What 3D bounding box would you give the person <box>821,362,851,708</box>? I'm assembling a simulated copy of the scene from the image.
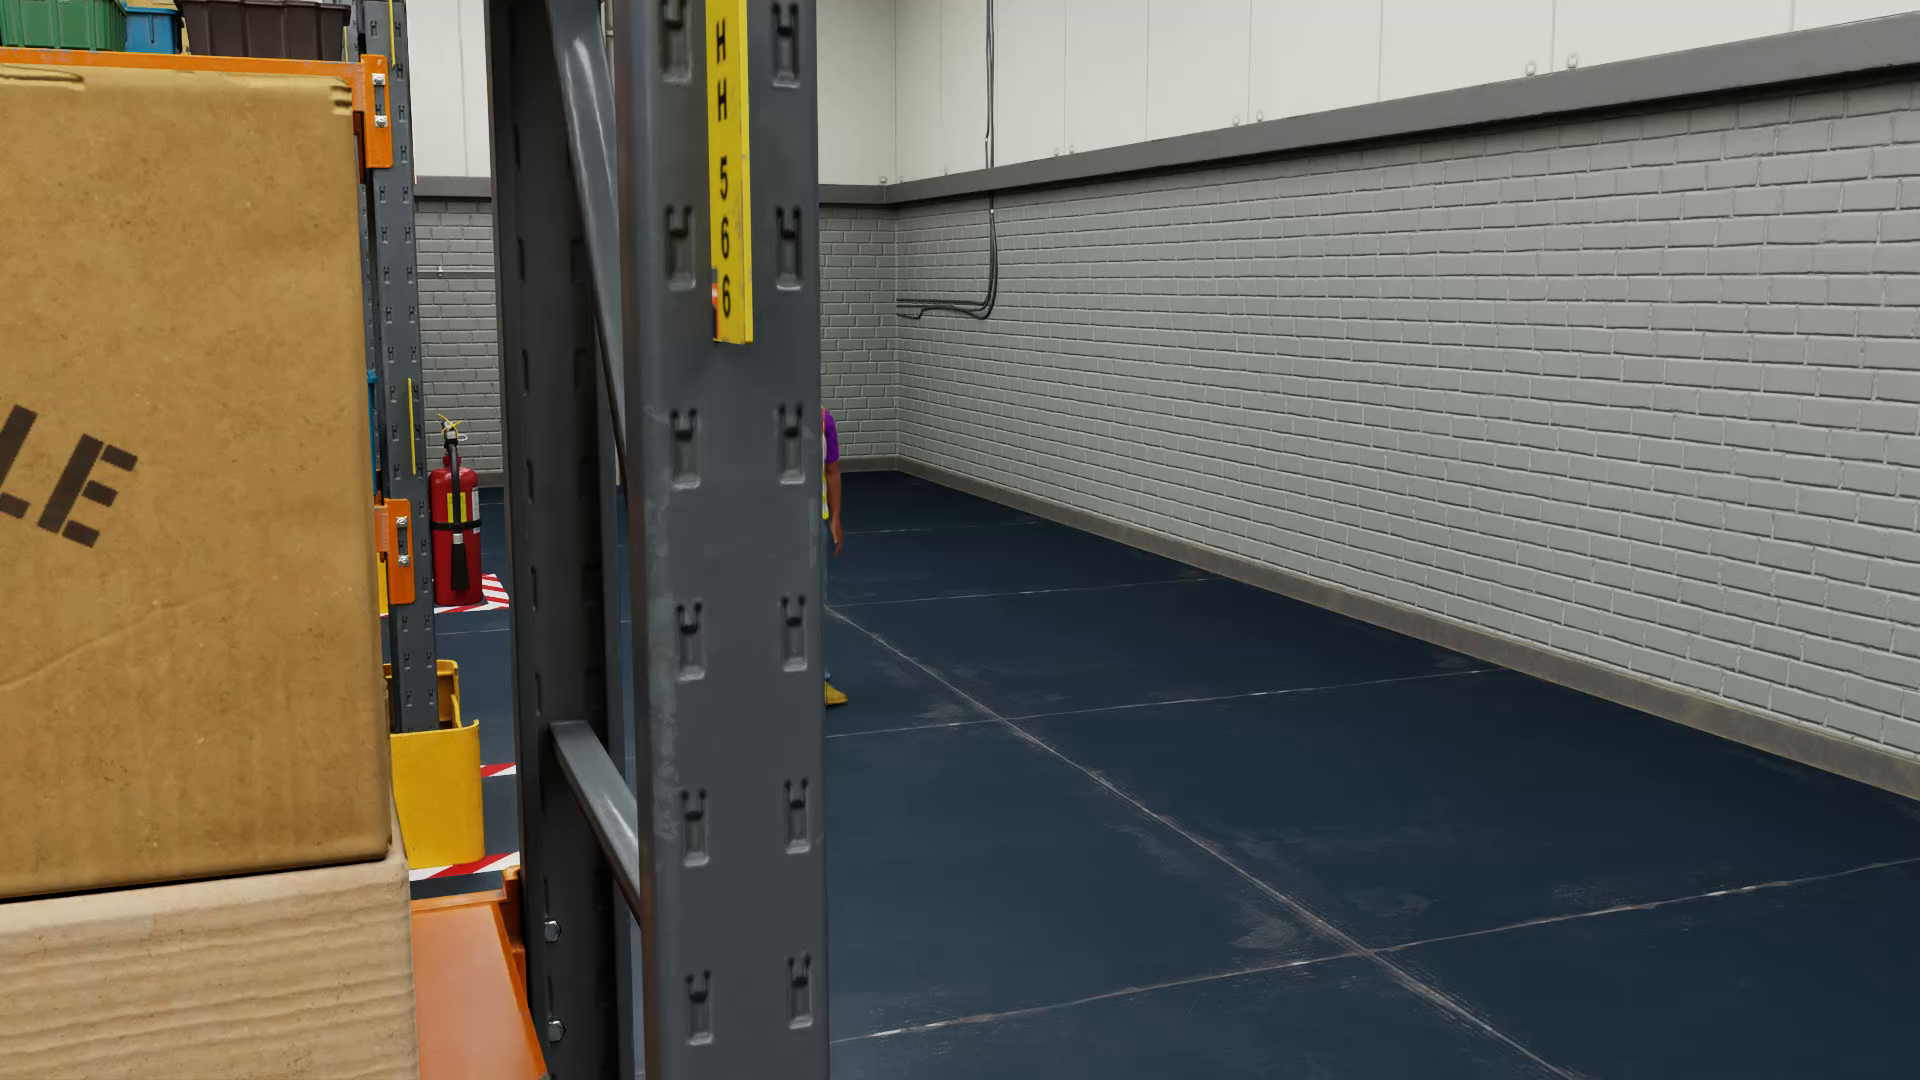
[{"bbox_3d":[-0.825,-0.067,8.196,0.587,1.769,0.564,-4,10,-25],"label":"person"}]
